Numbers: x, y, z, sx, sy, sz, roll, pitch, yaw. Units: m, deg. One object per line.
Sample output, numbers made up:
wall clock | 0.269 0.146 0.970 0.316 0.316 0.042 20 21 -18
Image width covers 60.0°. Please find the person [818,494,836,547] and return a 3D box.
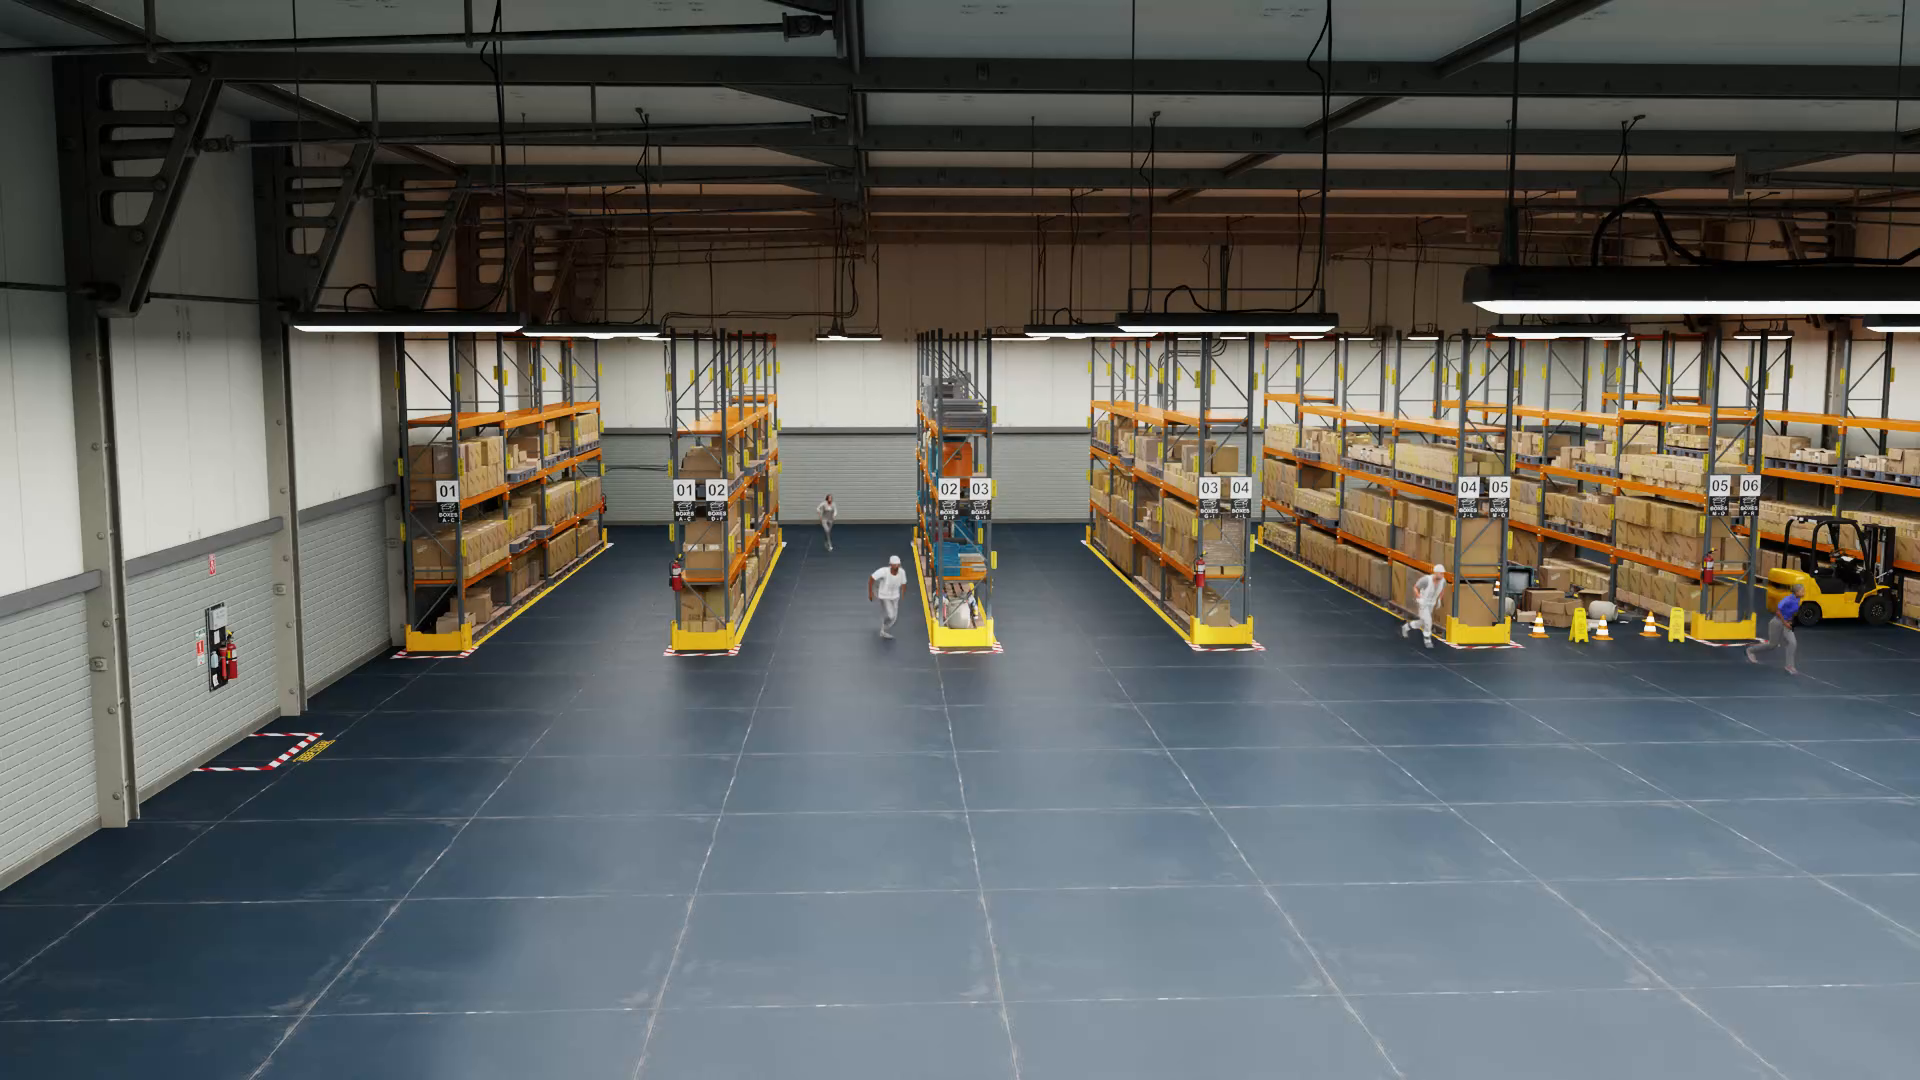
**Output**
person | -3.706 -0.570 46.179 0.511 1.456 0.817 -2 7 -19

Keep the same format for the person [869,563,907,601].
person | -1.342 0.761 32.034 0.730 0.849 0.588 -4 8 -28

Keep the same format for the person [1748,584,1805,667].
person | 14.338 1.467 29.170 0.891 1.490 0.600 7 9 44

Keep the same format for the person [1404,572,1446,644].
person | 8.814 1.209 31.559 0.668 1.500 0.998 -3 7 -23
